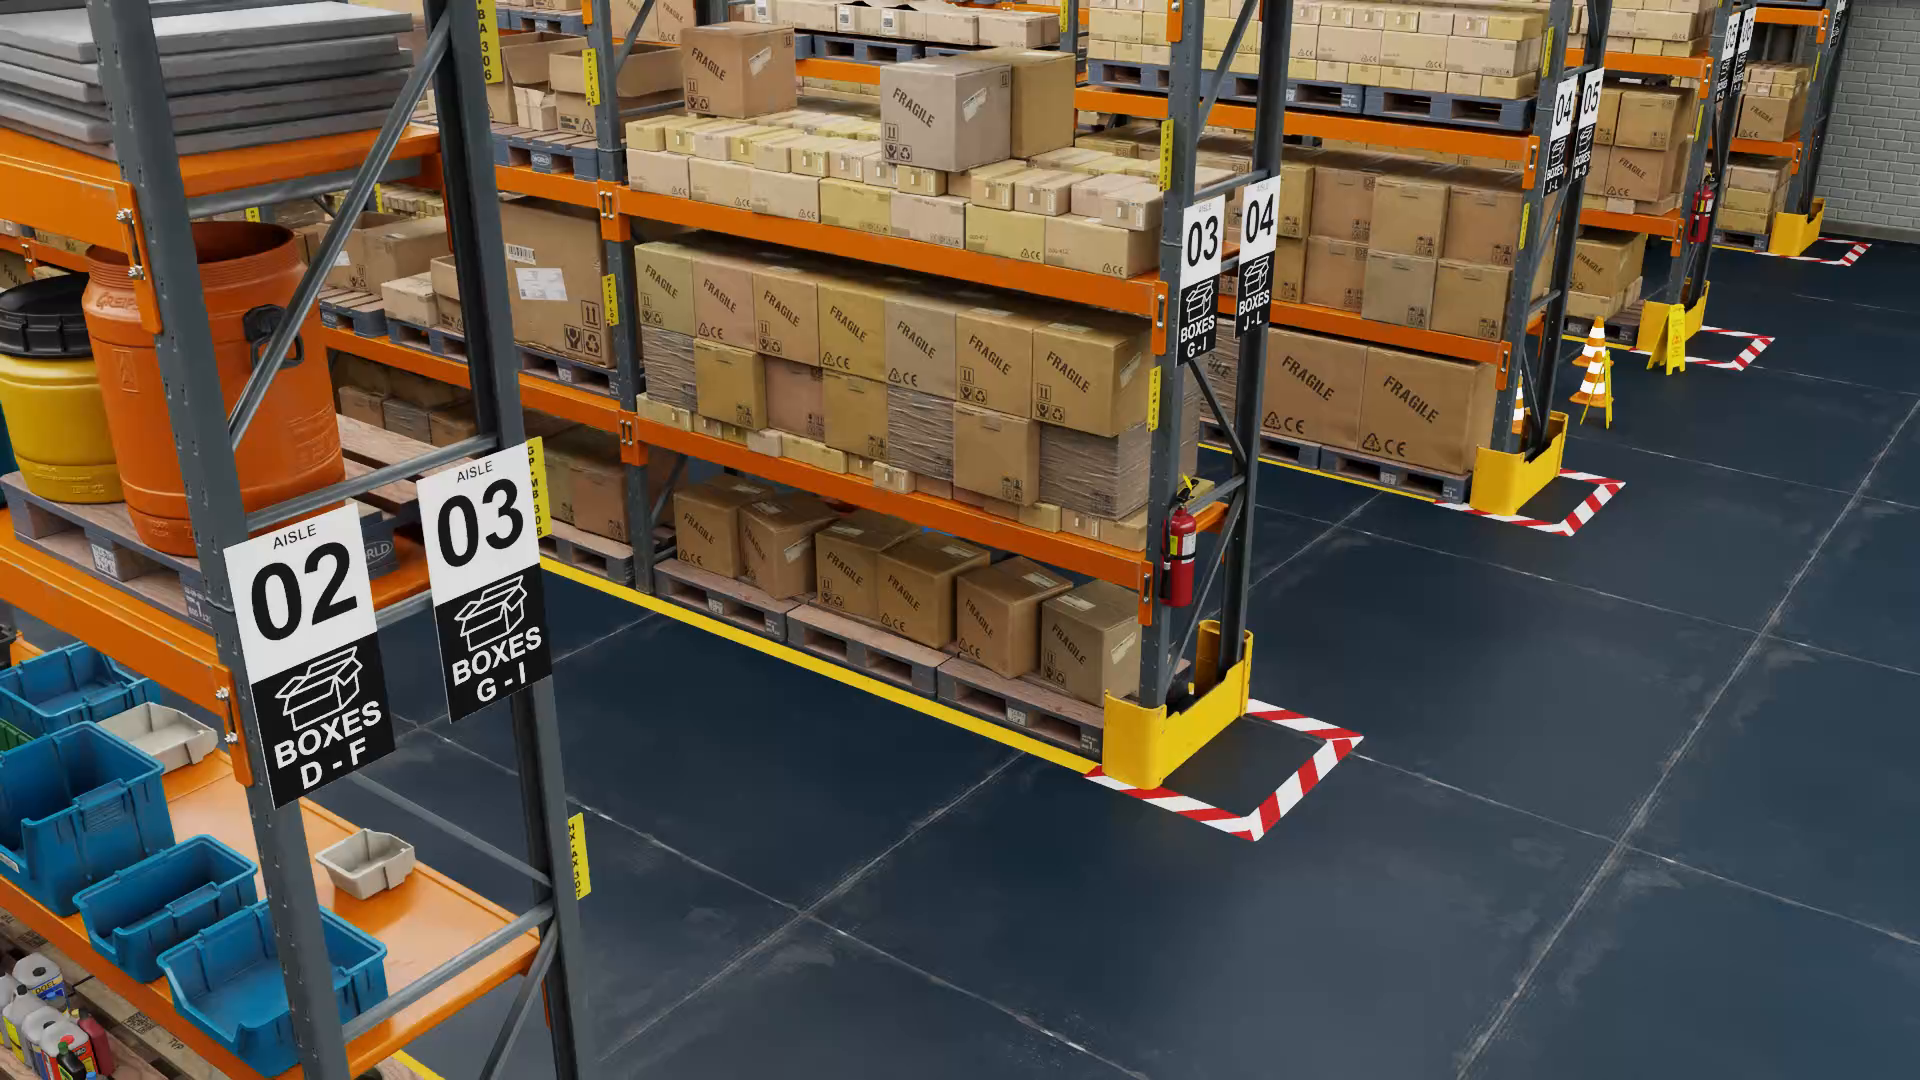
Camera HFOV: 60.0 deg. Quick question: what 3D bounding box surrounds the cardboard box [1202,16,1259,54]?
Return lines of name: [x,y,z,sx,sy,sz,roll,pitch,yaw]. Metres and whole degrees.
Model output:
cardboard box: [2.203,-3.970,12.991,0.500,0.250,0.500,16,29,33]

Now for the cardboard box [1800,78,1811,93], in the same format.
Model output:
cardboard box: [10.118,-5.508,20.103,0.250,0.149,0.380,16,28,32]

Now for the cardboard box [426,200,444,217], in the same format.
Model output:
cardboard box: [-6.103,-3.947,19.765,0.250,0.149,0.380,17,29,33]

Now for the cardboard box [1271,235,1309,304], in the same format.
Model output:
cardboard box: [2.773,-2.337,13.647,0.500,0.550,0.875,17,29,33]

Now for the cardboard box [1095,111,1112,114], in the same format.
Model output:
cardboard box: [1.930,-5.273,19.483,0.500,0.500,0.500,17,29,34]

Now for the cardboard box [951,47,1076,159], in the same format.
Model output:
cardboard box: [0.291,-2.430,9.211,0.500,0.500,0.500,17,29,33]

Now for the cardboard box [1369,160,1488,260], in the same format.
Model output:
cardboard box: [3.603,-2.545,12.780,0.550,0.550,0.875,17,29,33]

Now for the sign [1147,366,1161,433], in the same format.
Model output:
sign: [0.968,-0.701,8.292,0.005,0.325,0.100,17,29,33]

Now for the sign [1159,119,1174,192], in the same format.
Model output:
sign: [0.968,-1.804,7.806,0.005,0.325,0.100,17,29,33]

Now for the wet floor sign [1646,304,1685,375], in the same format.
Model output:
wet floor sign: [6.770,-1.929,15.828,0.267,0.644,0.232,-15,28,-30]

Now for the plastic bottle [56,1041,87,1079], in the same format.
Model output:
plastic bottle: [-3.491,2.114,6.555,0.133,0.283,0.061,18,29,35]

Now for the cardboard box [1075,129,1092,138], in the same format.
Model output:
cardboard box: [0.771,-3.365,14.803,0.500,0.500,0.700,16,29,32]

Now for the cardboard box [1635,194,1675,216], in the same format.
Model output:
cardboard box: [6.833,-3.304,16.341,0.250,0.149,0.380,18,29,35]

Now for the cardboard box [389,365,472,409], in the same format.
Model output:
cardboard box: [-4.100,-1.258,13.010,0.500,0.250,0.500,21,31,39]

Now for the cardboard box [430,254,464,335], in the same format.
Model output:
cardboard box: [-3.327,-1.797,11.958,0.637,0.503,0.797,20,31,38]

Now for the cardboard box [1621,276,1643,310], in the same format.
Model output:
cardboard box: [6.780,-2.616,17.356,0.500,0.250,0.500,17,29,33]

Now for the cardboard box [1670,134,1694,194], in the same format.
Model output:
cardboard box: [7.047,-3.784,16.624,0.500,0.500,0.500,16,29,33]

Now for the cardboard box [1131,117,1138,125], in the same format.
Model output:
cardboard box: [2.101,-4.949,19.552,0.250,0.149,0.380,18,30,35]

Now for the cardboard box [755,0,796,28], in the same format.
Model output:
cardboard box: [-1.582,-5.035,15.702,0.500,0.311,0.500,17,29,33]

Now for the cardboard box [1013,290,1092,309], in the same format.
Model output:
cardboard box: [0.644,-1.184,9.484,0.500,0.500,0.500,17,29,33]

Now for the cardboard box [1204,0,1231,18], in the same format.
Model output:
cardboard box: [2.076,-4.160,12.930,0.250,0.149,0.380,17,29,34]

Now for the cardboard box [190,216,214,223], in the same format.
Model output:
cardboard box: [-6.180,-2.980,13.926,0.637,0.503,0.797,18,29,34]

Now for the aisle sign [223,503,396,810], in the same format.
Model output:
aisle sign: [-1.774,0.321,4.577,0.004,0.787,0.394,17,29,33]

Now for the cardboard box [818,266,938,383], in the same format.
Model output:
cardboard box: [-0.469,-1.257,9.651,0.500,0.500,0.500,17,29,33]

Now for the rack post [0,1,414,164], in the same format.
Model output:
rack post: [-2.182,-1.343,4.757,0.954,0.300,0.937,21,31,39]

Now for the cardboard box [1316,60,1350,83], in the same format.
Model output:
cardboard box: [2.887,-3.550,12.534,0.250,0.149,0.380,17,29,34]

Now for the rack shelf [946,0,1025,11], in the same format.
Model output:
rack shelf: [-0.742,-6.859,21.270,4.000,0.370,1.077,17,29,33]

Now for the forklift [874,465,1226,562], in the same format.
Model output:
forklift: [0.622,-1.493,12.003,3.031,2.935,1.130,-14,27,-29]

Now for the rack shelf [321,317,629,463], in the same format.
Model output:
rack shelf: [-3.485,-1.322,12.423,4.000,0.370,1.077,17,29,33]

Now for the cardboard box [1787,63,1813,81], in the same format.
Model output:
cardboard box: [10.093,-5.629,20.008,0.250,0.149,0.380,16,28,32]

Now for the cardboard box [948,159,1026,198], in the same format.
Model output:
cardboard box: [0.146,-1.938,8.900,0.250,0.149,0.380,17,29,34]

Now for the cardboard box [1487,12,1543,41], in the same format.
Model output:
cardboard box: [3.899,-3.609,11.678,0.250,0.149,0.380,17,29,34]

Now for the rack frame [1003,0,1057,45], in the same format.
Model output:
rack frame: [0.859,-5.332,20.632,0.127,3.000,1.000,17,29,33]

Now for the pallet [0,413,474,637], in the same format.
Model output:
pallet: [-2.257,-0.120,5.317,1.213,0.211,1.003,17,29,33]

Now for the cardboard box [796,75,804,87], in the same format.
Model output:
cardboard box: [-2.159,-6.262,22.309,0.500,0.250,0.500,16,28,32]

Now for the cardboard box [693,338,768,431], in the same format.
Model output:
cardboard box: [-1.182,-1.089,10.507,0.500,0.500,0.875,17,29,33]

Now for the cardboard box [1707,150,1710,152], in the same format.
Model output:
cardboard box: [9.167,-4.813,21.103,0.500,0.250,0.500,17,29,33]

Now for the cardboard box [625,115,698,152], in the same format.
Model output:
cardboard box: [-1.809,-2.476,10.121,0.250,0.149,0.380,16,28,32]

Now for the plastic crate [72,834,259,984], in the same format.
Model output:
plastic crate: [-2.750,1.282,5.804,0.408,0.251,0.499,17,29,33]

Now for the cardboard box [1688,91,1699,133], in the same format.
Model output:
cardboard box: [8.863,-5.332,20.508,0.500,0.500,0.500,16,29,32]

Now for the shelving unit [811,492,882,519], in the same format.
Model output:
shelving unit: [-0.742,-0.307,11.366,0.503,1.200,0.258,11,40,35]

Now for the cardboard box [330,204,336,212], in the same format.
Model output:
cardboard box: [-7.742,-4.208,21.096,0.250,0.149,0.380,17,29,34]

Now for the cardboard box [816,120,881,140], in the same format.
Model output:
cardboard box: [-0.641,-2.397,9.942,0.250,0.149,0.380,18,30,35]

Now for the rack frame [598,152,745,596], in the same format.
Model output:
rack frame: [-1.884,-1.168,11.180,0.127,3.000,1.000,17,29,33]

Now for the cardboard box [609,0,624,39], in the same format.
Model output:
cardboard box: [-3.444,-5.424,16.997,0.500,0.500,0.500,17,29,33]

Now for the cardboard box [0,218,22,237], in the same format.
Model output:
cardboard box: [-8.726,-2.955,15.549,0.250,0.149,0.380,17,29,34]

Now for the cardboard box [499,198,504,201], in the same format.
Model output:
cardboard box: [-5.382,-3.988,19.858,0.250,0.149,0.380,18,30,35]

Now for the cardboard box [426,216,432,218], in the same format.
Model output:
cardboard box: [-6.122,-3.796,19.791,0.250,0.149,0.380,16,28,32]

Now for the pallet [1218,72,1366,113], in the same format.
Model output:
pallet: [2.792,-3.579,13.043,1.213,0.211,1.003,17,29,33]

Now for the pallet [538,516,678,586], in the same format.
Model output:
pallet: [-2.508,-0.079,12.168,1.213,0.211,1.003,17,29,33]

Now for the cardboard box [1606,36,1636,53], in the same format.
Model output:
cardboard box: [6.396,-4.776,15.962,0.250,0.149,0.380,18,29,35]

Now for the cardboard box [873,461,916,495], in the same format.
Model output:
cardboard box: [-0.299,-0.417,9.787,0.250,0.149,0.380,17,29,33]

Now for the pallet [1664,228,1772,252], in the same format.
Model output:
pallet: [9.597,-3.896,20.829,1.213,0.211,1.003,17,29,33]

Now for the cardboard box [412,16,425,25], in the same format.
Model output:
cardboard box: [-3.749,-3.502,12.014,0.500,0.500,0.500,17,29,34]
